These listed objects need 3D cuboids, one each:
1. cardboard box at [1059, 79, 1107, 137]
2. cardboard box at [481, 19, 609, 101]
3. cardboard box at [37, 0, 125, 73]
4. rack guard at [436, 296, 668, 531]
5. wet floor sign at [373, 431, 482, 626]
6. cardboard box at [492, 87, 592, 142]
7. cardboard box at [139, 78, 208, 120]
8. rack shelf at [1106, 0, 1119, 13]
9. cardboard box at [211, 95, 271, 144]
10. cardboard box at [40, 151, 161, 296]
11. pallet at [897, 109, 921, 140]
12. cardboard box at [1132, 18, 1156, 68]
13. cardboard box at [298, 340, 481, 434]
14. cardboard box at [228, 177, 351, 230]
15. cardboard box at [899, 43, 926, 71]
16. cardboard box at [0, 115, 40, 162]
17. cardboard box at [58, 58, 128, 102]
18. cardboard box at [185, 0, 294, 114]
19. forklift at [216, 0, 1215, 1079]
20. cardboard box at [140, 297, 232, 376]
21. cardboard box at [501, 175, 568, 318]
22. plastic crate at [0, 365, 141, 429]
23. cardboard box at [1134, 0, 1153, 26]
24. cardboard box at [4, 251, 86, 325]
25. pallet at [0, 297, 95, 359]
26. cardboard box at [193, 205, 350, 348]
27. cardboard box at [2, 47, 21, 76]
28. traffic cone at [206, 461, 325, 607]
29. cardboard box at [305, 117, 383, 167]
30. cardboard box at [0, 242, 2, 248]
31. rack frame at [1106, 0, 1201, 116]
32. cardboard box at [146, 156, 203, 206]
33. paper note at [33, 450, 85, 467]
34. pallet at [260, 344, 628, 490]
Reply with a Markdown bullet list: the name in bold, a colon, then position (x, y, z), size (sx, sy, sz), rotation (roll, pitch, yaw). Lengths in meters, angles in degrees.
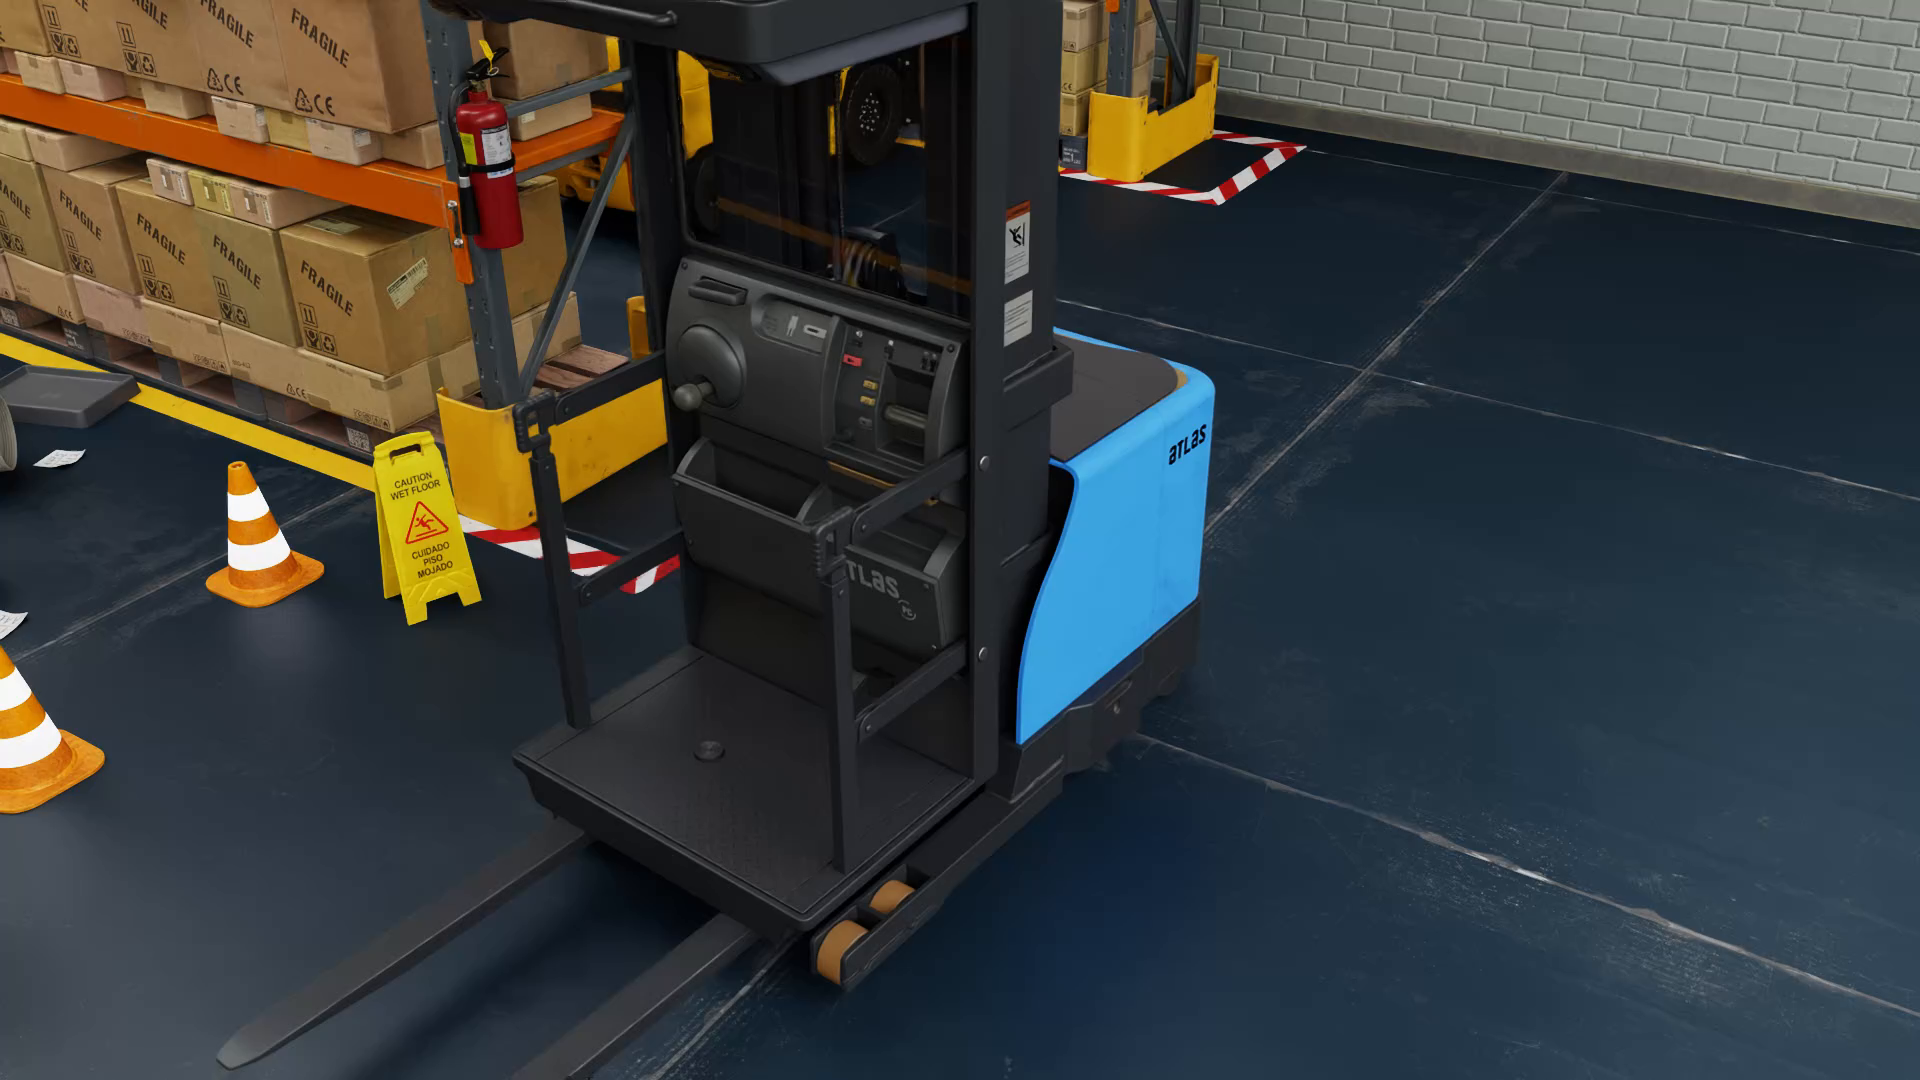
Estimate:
- **cardboard box**: position (0.611, -2.697, 10.209), size (0.500, 0.250, 0.500), rotation (18, 35, 28)
- **cardboard box**: position (-1.713, -2.010, 6.324), size (0.500, 0.500, 0.500), rotation (17, 34, 27)
- **cardboard box**: position (-3.328, -2.208, 6.664), size (0.500, 0.500, 0.500), rotation (18, 35, 28)
- **rack guard**: position (-1.524, -0.534, 6.669), size (0.348, 0.500, 1.175), rotation (18, 35, 27)
- **wet floor sign**: position (-1.867, -0.069, 5.727), size (0.267, 0.644, 0.232), rotation (-21, 36, -32)
- **cardboard box**: position (-1.637, -1.664, 6.375), size (0.250, 0.149, 0.380), rotation (18, 35, 28)
- **cardboard box**: position (-3.010, -1.806, 6.619), size (0.250, 0.149, 0.380), rotation (17, 34, 27)
- **rack shelf**: position (-0.517, -3.938, 10.737), size (4.000, 0.370, 1.077), rotation (18, 35, 27)
- **cardboard box**: position (-2.603, -1.648, 6.347), size (0.250, 0.149, 0.380), rotation (18, 35, 28)
- **cardboard box**: position (-3.593, -1.431, 7.294), size (0.500, 0.500, 0.500), rotation (20, 36, 30)
- **pallet**: position (-0.523, -3.022, 11.221), size (1.213, 0.211, 1.003), rotation (18, 35, 27)
- **cardboard box**: position (0.889, -3.137, 10.466), size (0.500, 0.250, 0.500), rotation (18, 35, 28)
- **cardboard box**: position (-2.307, -0.695, 6.776), size (0.500, 0.250, 0.500), rotation (17, 34, 27)
- **cardboard box**: position (-2.623, -1.364, 6.535), size (0.250, 0.149, 0.380), rotation (19, 35, 29)
- **cardboard box**: position (-0.269, -3.187, 10.553), size (0.500, 0.250, 0.500), rotation (17, 34, 26)
- **cardboard box**: position (-3.981, -1.793, 7.271), size (0.250, 0.149, 0.380), rotation (19, 35, 29)
- **cardboard box**: position (-3.444, -1.933, 6.835), size (0.250, 0.149, 0.380), rotation (17, 34, 27)
- **cardboard box**: position (-2.487, -1.929, 6.185), size (0.500, 0.500, 0.500), rotation (18, 35, 27)
- **forklift**: position (-0.513, -0.398, 4.024), size (1.130, 2.935, 3.031), rotation (21, 36, 32)
- **cardboard box**: position (-3.168, -0.968, 7.245), size (0.500, 0.250, 0.500), rotation (16, 34, 26)
- **cardboard box**: position (-2.016, -1.251, 6.985), size (0.500, 0.500, 0.500), rotation (16, 34, 26)
- **plastic crate**: position (-3.953, -0.633, 7.256), size (0.583, 0.080, 0.402), rotation (6, 31, 10)
- **cardboard box**: position (0.870, -3.348, 10.331), size (0.500, 0.250, 0.500), rotation (17, 34, 27)
- **cardboard box**: position (-4.033, -1.247, 7.722), size (0.500, 0.250, 0.500), rotation (20, 36, 30)
- **pallet**: position (-4.259, -1.295, 8.261), size (1.213, 0.211, 1.003), rotation (18, 35, 27)
- **cardboard box**: position (-2.720, -1.152, 6.816), size (0.500, 0.500, 0.500), rotation (19, 35, 29)
- **cardboard box**: position (-3.835, -2.092, 7.108), size (0.250, 0.149, 0.380), rotation (17, 34, 27)
- **traffic cone**: position (-2.509, -0.062, 5.897), size (0.334, 0.463, 0.336), rotation (18, 35, 27)
- **cardboard box**: position (-2.163, -1.514, 6.118), size (0.250, 0.149, 0.380), rotation (17, 34, 27)
- **cardboard box**: position (-4.491, -1.709, 7.770), size (0.500, 0.500, 0.500), rotation (19, 35, 30)
- **rack frame**: position (1.177, -3.713, 9.637), size (0.127, 3.000, 1.000), rotation (18, 35, 27)
- **cardboard box**: position (-3.057, -1.504, 6.775), size (0.250, 0.149, 0.380), rotation (19, 35, 29)
- **paper note**: position (-3.681, -0.338, 6.799), size (0.148, 0.019, 0.142), rotation (6, 31, 10)
- **pallet**: position (-2.193, -0.642, 7.140), size (1.213, 0.211, 1.003), rotation (18, 35, 27)
